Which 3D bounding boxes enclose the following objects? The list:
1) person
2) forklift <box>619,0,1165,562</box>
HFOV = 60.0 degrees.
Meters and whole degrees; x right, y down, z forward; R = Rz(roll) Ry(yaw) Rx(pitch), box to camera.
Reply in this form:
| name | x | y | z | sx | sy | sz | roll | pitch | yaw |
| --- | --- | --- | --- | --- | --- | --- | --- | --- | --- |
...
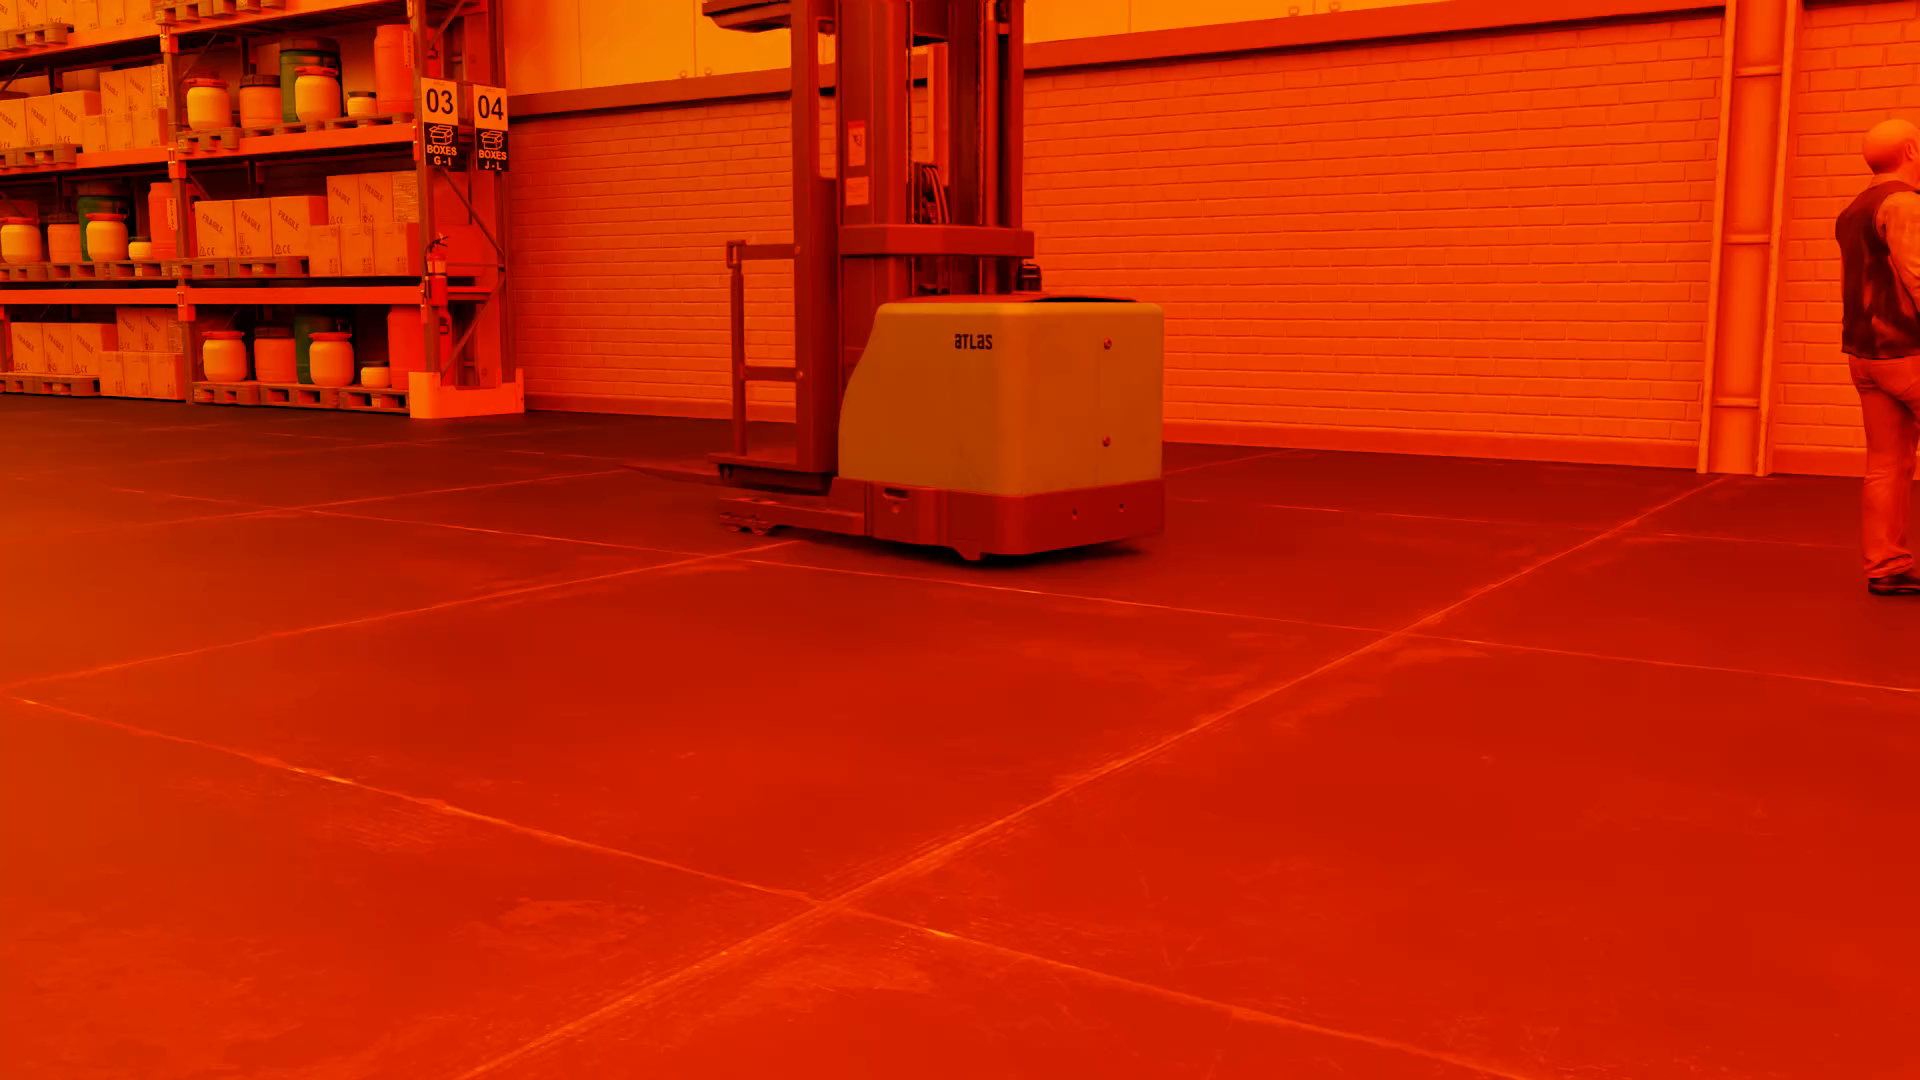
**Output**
| name | x | y | z | sx | sy | sz | roll | pitch | yaw |
| --- | --- | --- | --- | --- | --- | --- | --- | --- | --- |
| person | 3.498 | -0.653 | 6.039 | 0.579 | 1.717 | 0.633 | 0 | 8 | 3 |
| forklift | -0.501 | -1.515 | 7.846 | 3.031 | 2.935 | 1.130 | 8 | 11 | 44 |
